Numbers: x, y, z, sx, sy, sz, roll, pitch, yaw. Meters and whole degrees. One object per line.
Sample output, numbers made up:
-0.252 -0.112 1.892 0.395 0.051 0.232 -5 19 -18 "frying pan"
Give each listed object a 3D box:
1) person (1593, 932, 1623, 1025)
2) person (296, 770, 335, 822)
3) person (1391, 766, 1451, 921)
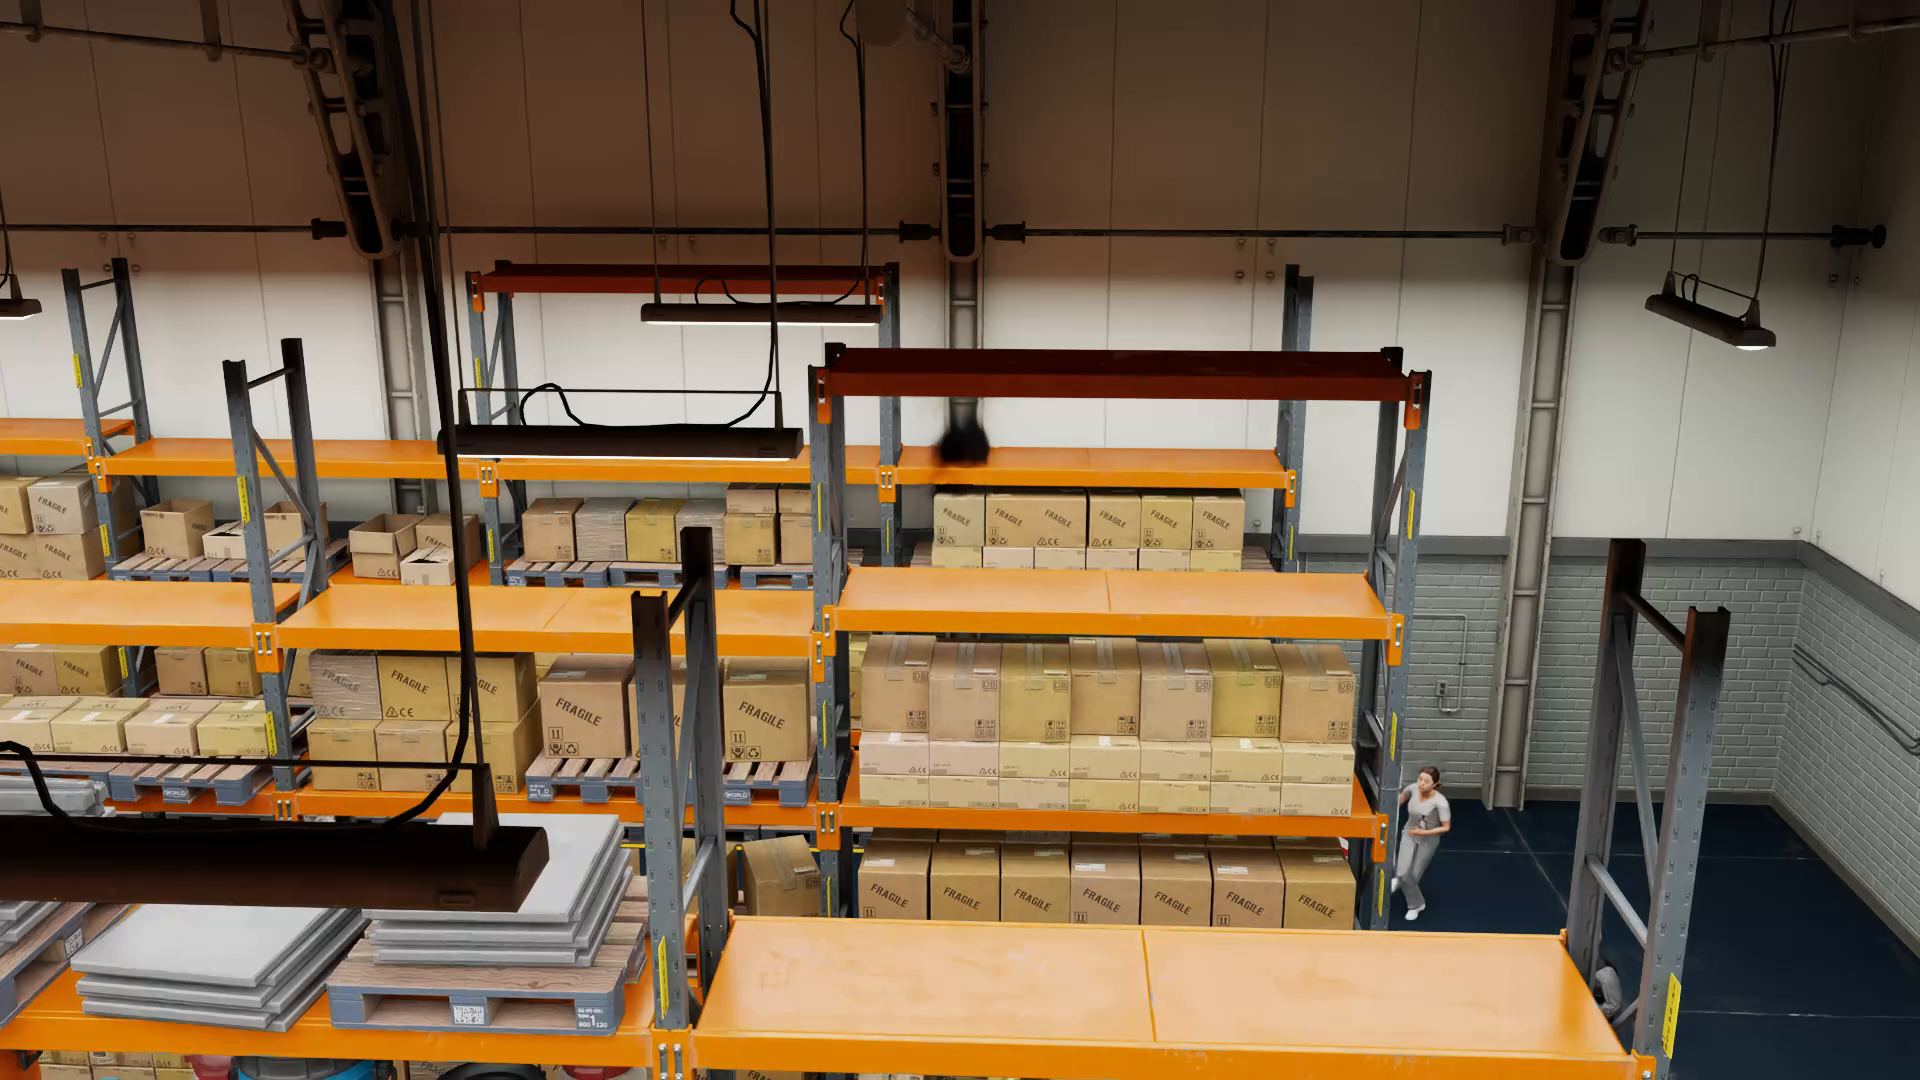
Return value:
4.856 3.713 12.975 0.529 1.631 0.720 -9 18 -28 "person"
-6.143 2.891 15.727 0.766 1.605 0.587 1 16 4 "person"
4.415 2.855 16.018 0.675 1.607 0.622 10 19 31 "person"
